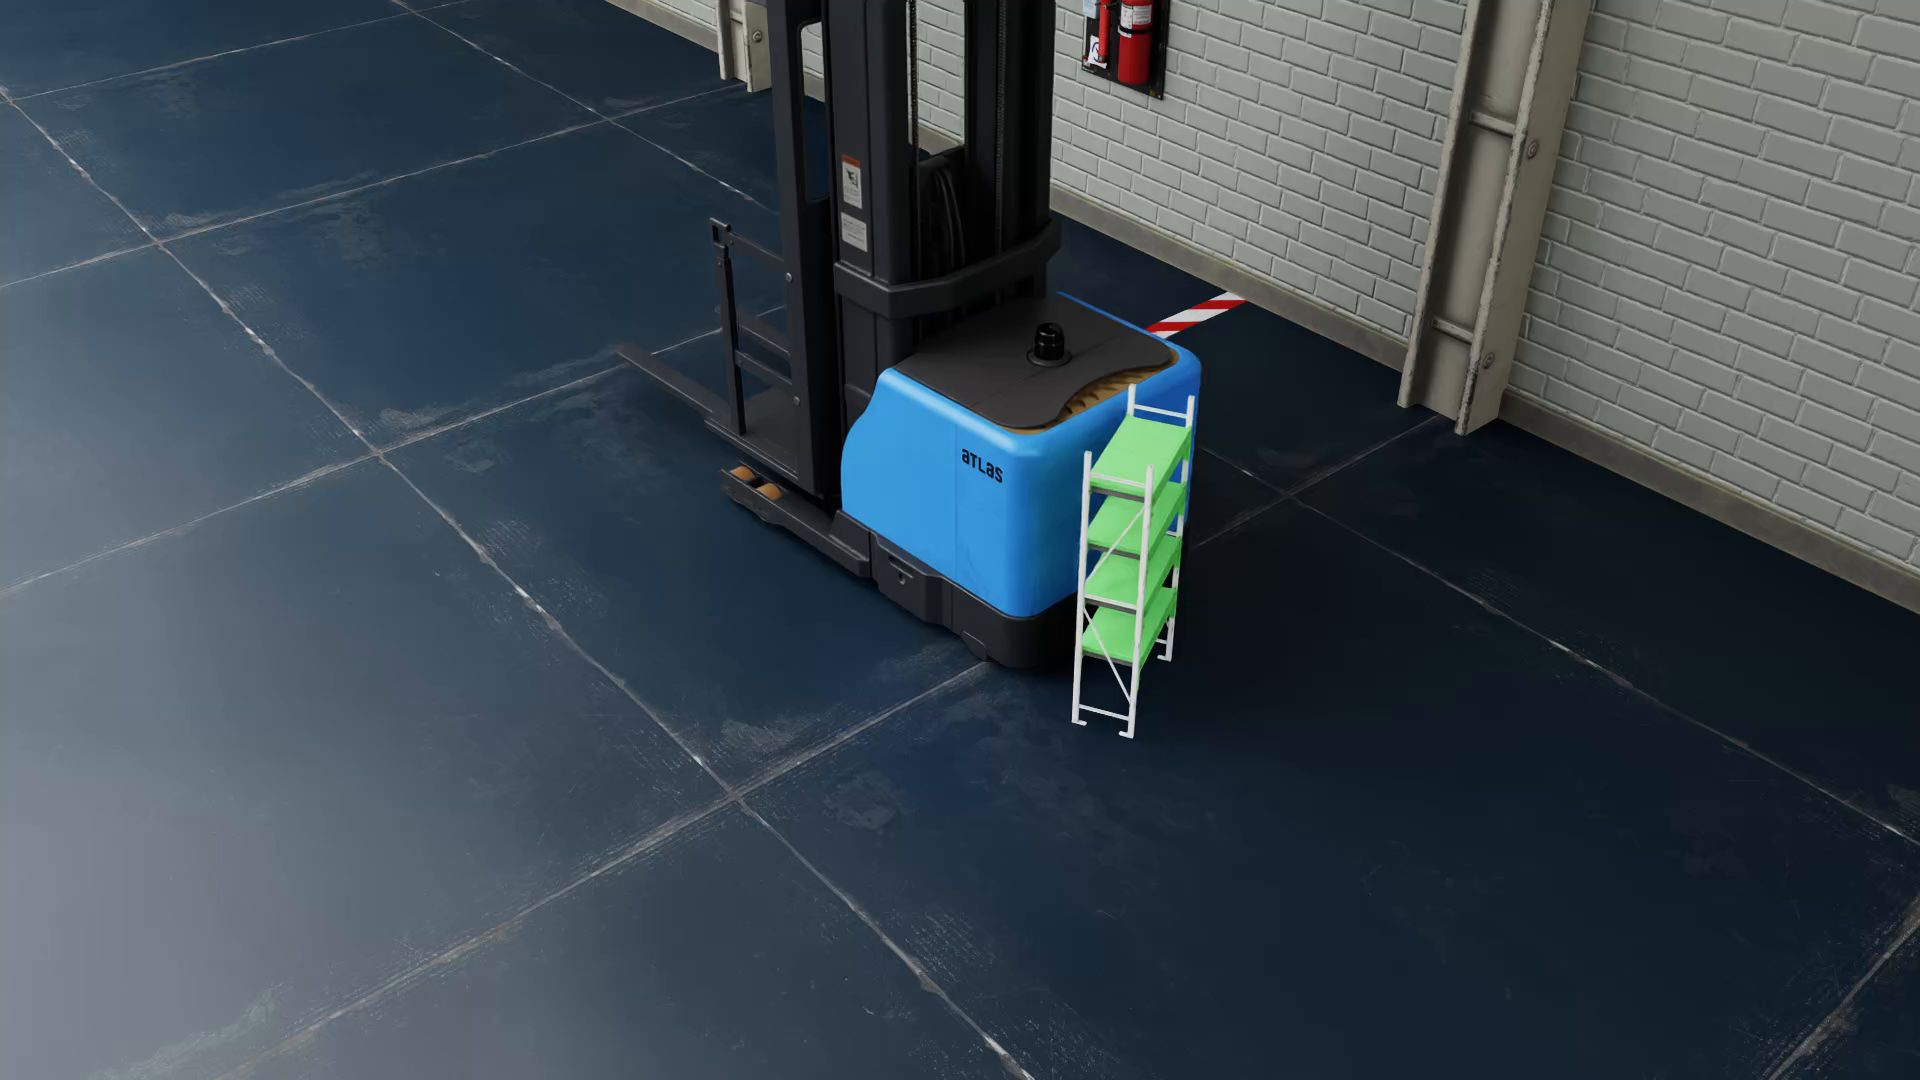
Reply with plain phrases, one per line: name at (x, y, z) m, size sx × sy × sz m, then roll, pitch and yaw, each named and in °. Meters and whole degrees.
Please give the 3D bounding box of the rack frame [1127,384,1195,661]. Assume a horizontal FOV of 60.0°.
rack frame at (0.721, -0.040, 6.268) m, size 0.240 × 1.200 × 0.015 m, roll 13°, pitch 37°, yaw 18°

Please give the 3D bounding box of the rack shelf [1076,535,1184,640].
rack shelf at (0.628, 0.142, 6.121) m, size 0.258 × 0.148 × 0.480 m, roll 13°, pitch 37°, yaw 18°

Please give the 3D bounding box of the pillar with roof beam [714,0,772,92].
pillar with roof beam at (-4.764, -5.357, 7.028) m, size 9.100 × 9.000 × 0.400 m, roll -26°, pitch 43°, yaw -32°

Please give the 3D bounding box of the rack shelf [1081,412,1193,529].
rack shelf at (0.626, -0.250, 5.844) m, size 0.258 × 0.148 × 0.480 m, roll 13°, pitch 37°, yaw 18°

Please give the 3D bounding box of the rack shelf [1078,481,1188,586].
rack shelf at (0.627, -0.054, 5.982) m, size 0.258 × 0.148 × 0.480 m, roll 13°, pitch 37°, yaw 18°

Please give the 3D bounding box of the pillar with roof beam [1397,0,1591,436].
pillar with roof beam at (-0.892, -2.708, 3.287) m, size 9.100 × 9.000 × 0.400 m, roll -26°, pitch 43°, yaw -32°

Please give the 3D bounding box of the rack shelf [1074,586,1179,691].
rack shelf at (0.629, 0.338, 6.259) m, size 0.258 × 0.148 × 0.480 m, roll 13°, pitch 37°, yaw 18°

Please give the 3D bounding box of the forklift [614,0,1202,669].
forklift at (-0.426, -1.459, 6.774) m, size 1.130 × 2.935 × 3.031 m, roll -29°, pitch 44°, yaw -34°

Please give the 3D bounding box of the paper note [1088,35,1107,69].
paper note at (0.769, -2.715, 9.250) m, size 0.016 × 0.148 × 0.142 m, roll -26°, pitch 43°, yaw -32°

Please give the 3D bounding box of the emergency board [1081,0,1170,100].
emergency board at (0.831, -2.971, 8.849) m, size 0.194 × 1.169 × 0.643 m, roll -26°, pitch 43°, yaw -32°

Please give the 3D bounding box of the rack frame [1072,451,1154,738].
rack frame at (0.534, 0.220, 5.900) m, size 0.240 × 1.200 × 0.015 m, roll 13°, pitch 37°, yaw 18°

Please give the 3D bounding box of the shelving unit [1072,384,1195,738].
shelving unit at (0.628, 0.090, 6.084) m, size 0.258 × 1.200 × 0.503 m, roll 13°, pitch 37°, yaw 18°
